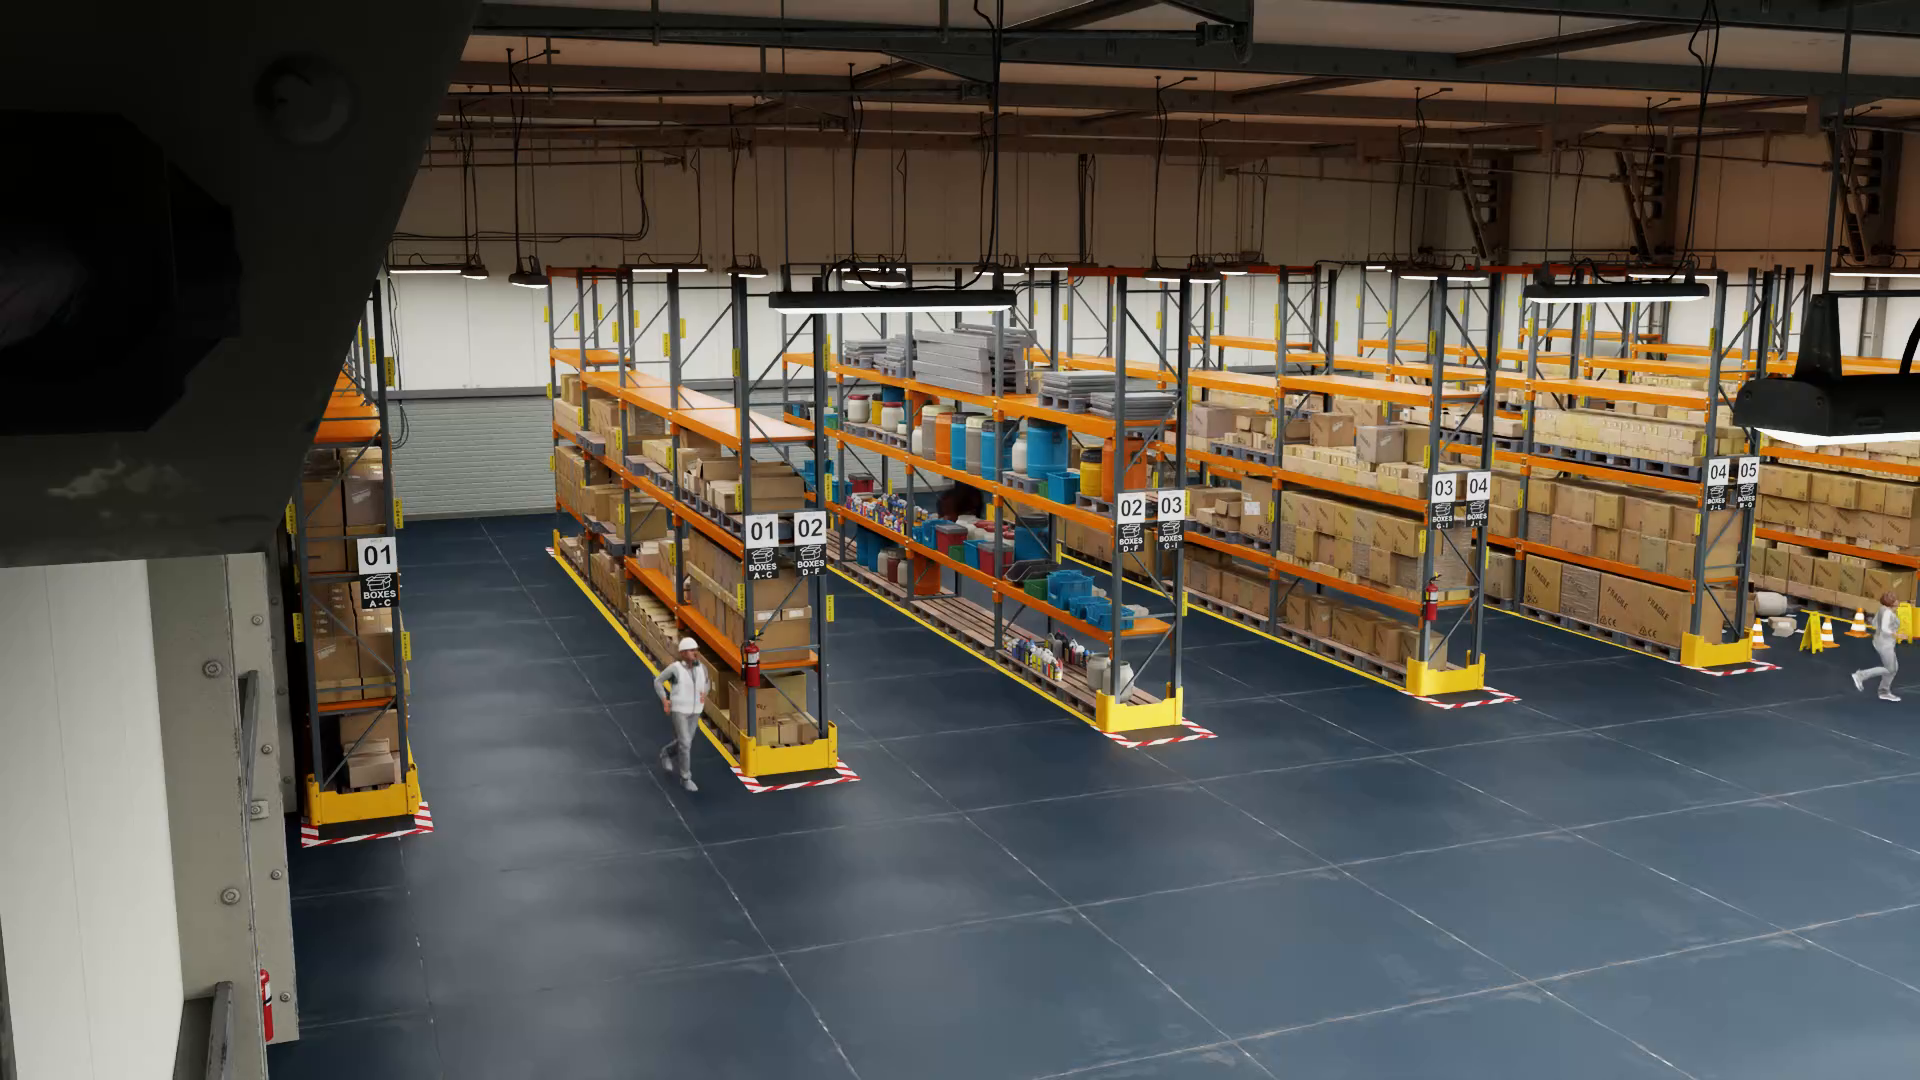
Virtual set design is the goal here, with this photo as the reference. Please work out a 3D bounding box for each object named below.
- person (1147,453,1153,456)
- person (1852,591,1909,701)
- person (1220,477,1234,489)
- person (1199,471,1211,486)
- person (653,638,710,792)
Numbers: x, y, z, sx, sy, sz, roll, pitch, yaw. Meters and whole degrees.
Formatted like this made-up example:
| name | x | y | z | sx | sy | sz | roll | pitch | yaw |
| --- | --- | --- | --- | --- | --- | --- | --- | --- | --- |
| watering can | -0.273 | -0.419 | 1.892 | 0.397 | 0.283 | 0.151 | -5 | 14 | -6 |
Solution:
| name | x | y | z | sx | sy | sz | roll | pitch | yaw |
| --- | --- | --- | --- | --- | --- | --- | --- | --- | --- |
| person | 4.395 | -1.253 | 39.211 | 0.662 | 1.609 | 0.739 | 0 | 10 | -2 |
| person | 13.062 | 1.500 | 23.584 | 0.665 | 1.547 | 0.538 | 4 | 11 | 22 |
| person | 6.613 | -1.682 | 41.432 | 0.887 | 1.651 | 0.689 | 5 | 11 | 27 |
| person | 6.263 | -1.883 | 42.444 | 0.811 | 1.858 | 0.740 | -8 | 13 | -38 |
| person | -3.294 | 2.045 | 19.938 | 0.684 | 1.784 | 0.889 | -9 | 14 | -43 |
